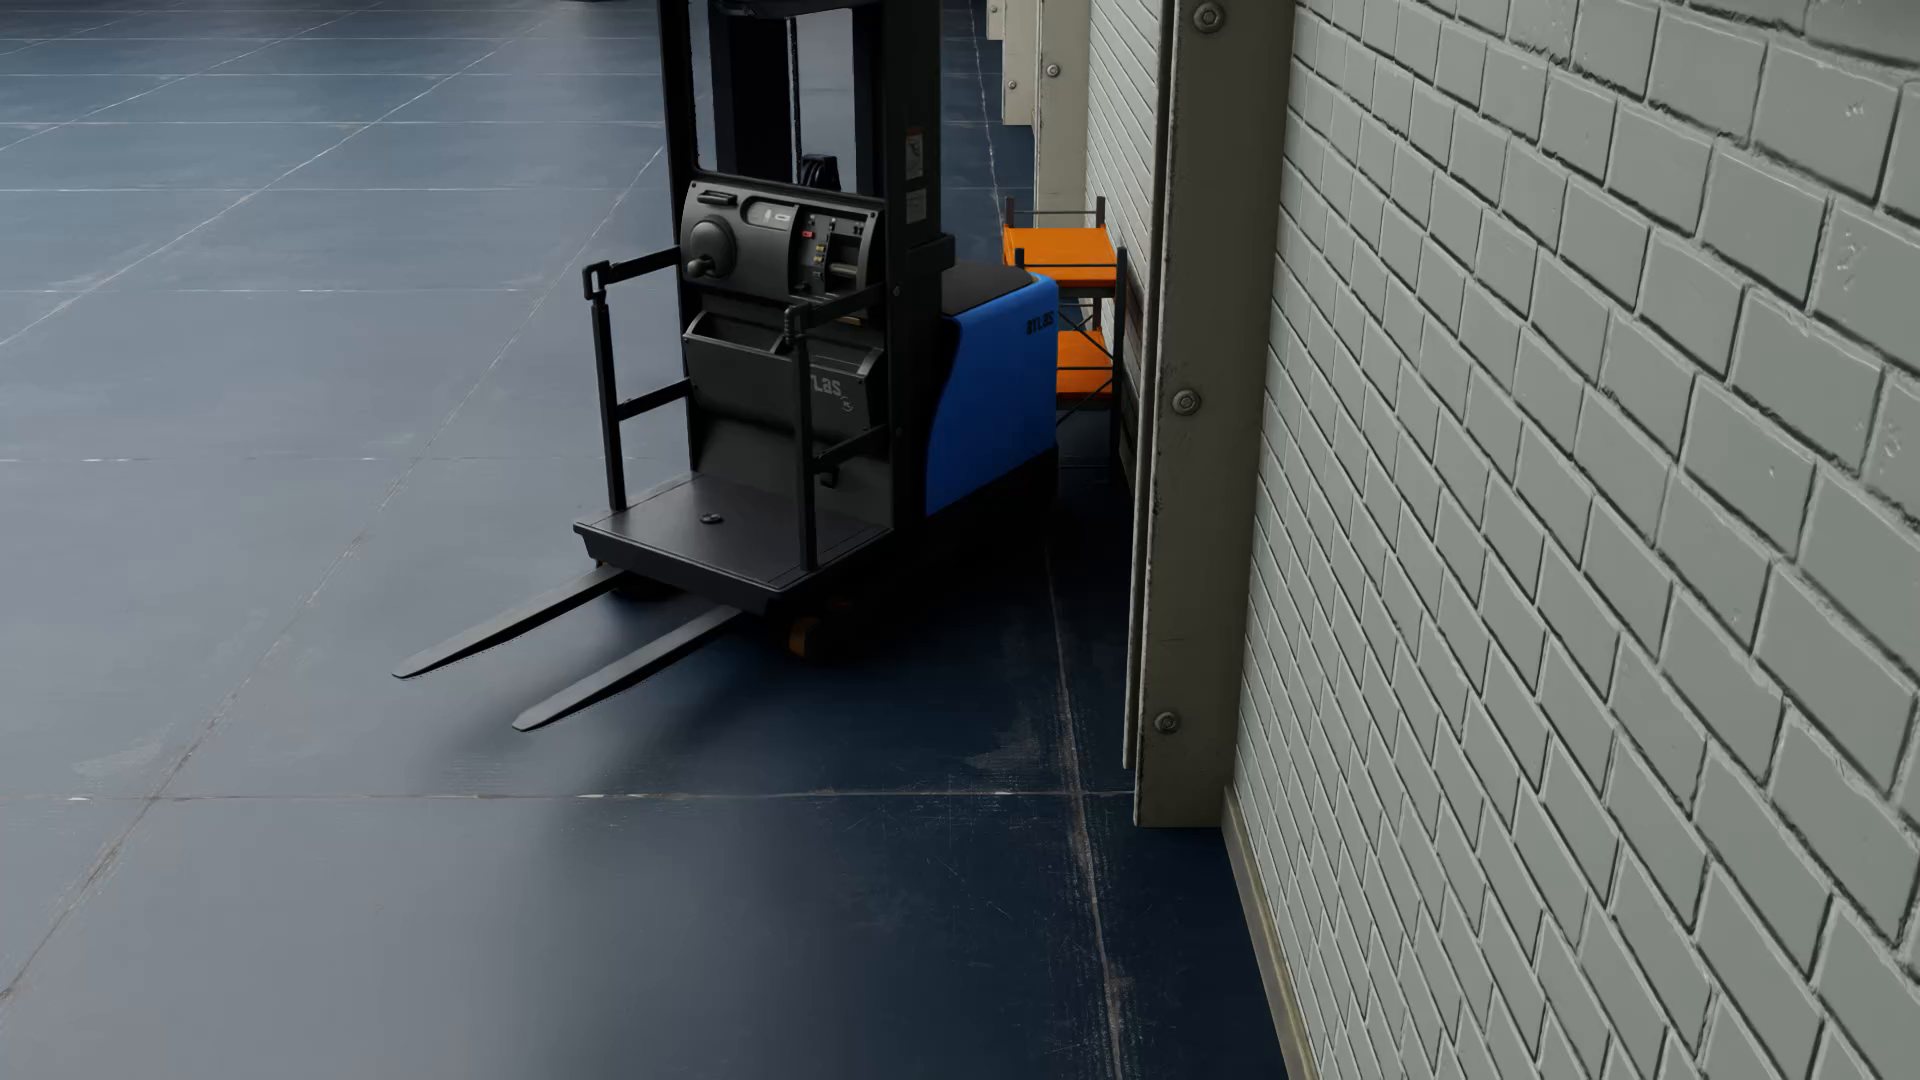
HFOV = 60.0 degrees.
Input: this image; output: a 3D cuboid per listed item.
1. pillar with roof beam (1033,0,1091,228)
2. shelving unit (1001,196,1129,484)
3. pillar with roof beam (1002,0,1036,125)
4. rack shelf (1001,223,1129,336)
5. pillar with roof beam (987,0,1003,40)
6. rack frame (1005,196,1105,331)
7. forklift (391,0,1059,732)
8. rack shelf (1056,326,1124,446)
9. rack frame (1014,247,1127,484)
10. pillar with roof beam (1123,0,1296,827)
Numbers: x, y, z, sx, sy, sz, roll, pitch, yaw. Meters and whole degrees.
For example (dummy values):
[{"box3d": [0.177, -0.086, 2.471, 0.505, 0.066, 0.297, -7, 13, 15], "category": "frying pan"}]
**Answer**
[{"box3d": [-3.665, -5.730, 8.999, 9.100, 9.000, 0.400, 0, 24, -1], "category": "pillar with roof beam"}, {"box3d": [0.484, -0.993, 8.081, 0.538, 1.125, 1.048, 0, 24, -1], "category": "shelving unit"}, {"box3d": [-3.731, -8.202, 14.466, 9.100, 9.000, 0.400, 0, 24, -1], "category": "pillar with roof beam"}, {"box3d": [0.484, -1.260, 7.961, 0.538, 0.278, 1.000, 0, 24, -1], "category": "rack shelf"}, {"box3d": [-3.796, -10.675, 19.932, 9.100, 9.000, 0.400, 0, 24, -1], "category": "pillar with roof beam"}, {"box3d": [0.476, -1.203, 8.545, 0.500, 1.125, 0.032, 0, 24, -1], "category": "rack frame"}, {"box3d": [-0.813, -1.109, 6.144, 1.130, 2.935, 3.031, 16, 29, 31], "category": "forklift"}, {"box3d": [0.484, -0.771, 8.182, 0.538, 0.278, 1.000, 0, 24, -1], "category": "rack shelf"}, {"box3d": [0.493, -0.784, 7.618, 0.500, 1.125, 0.032, 0, 24, -1], "category": "rack frame"}, {"box3d": [-3.600, -3.258, 3.533, 9.100, 9.000, 0.400, 0, 24, -1], "category": "pillar with roof beam"}]
